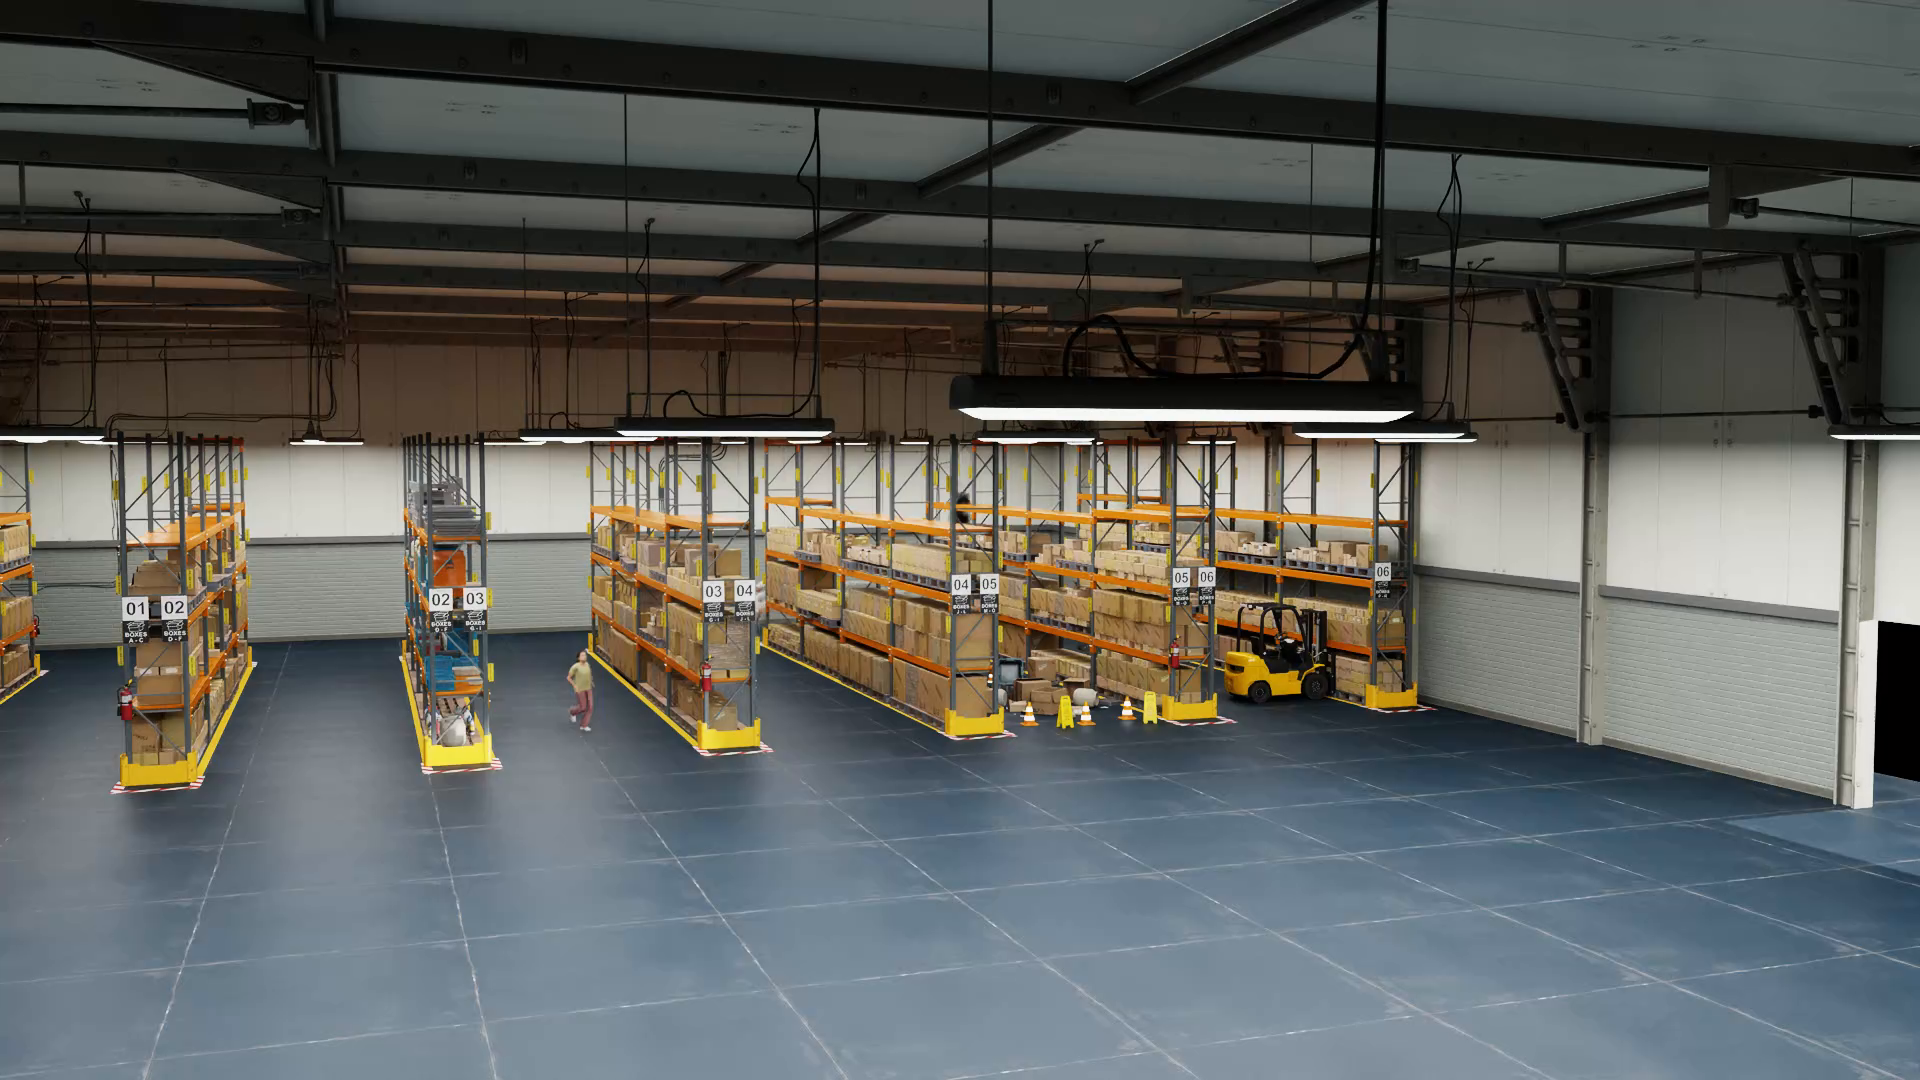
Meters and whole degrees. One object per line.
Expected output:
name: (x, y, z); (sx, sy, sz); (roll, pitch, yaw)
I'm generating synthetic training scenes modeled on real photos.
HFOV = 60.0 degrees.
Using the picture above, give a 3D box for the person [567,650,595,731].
person: (-7.683, 3.045, 33.758); (0.624, 1.629, 0.585); (3, 4, 43)

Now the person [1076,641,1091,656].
person: (3.363, 2.354, 45.099); (0.741, 1.795, 0.735); (-1, 3, -19)

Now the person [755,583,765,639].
person: (-6.048, 2.126, 49.163); (0.899, 1.721, 0.710); (-2, 4, -26)
